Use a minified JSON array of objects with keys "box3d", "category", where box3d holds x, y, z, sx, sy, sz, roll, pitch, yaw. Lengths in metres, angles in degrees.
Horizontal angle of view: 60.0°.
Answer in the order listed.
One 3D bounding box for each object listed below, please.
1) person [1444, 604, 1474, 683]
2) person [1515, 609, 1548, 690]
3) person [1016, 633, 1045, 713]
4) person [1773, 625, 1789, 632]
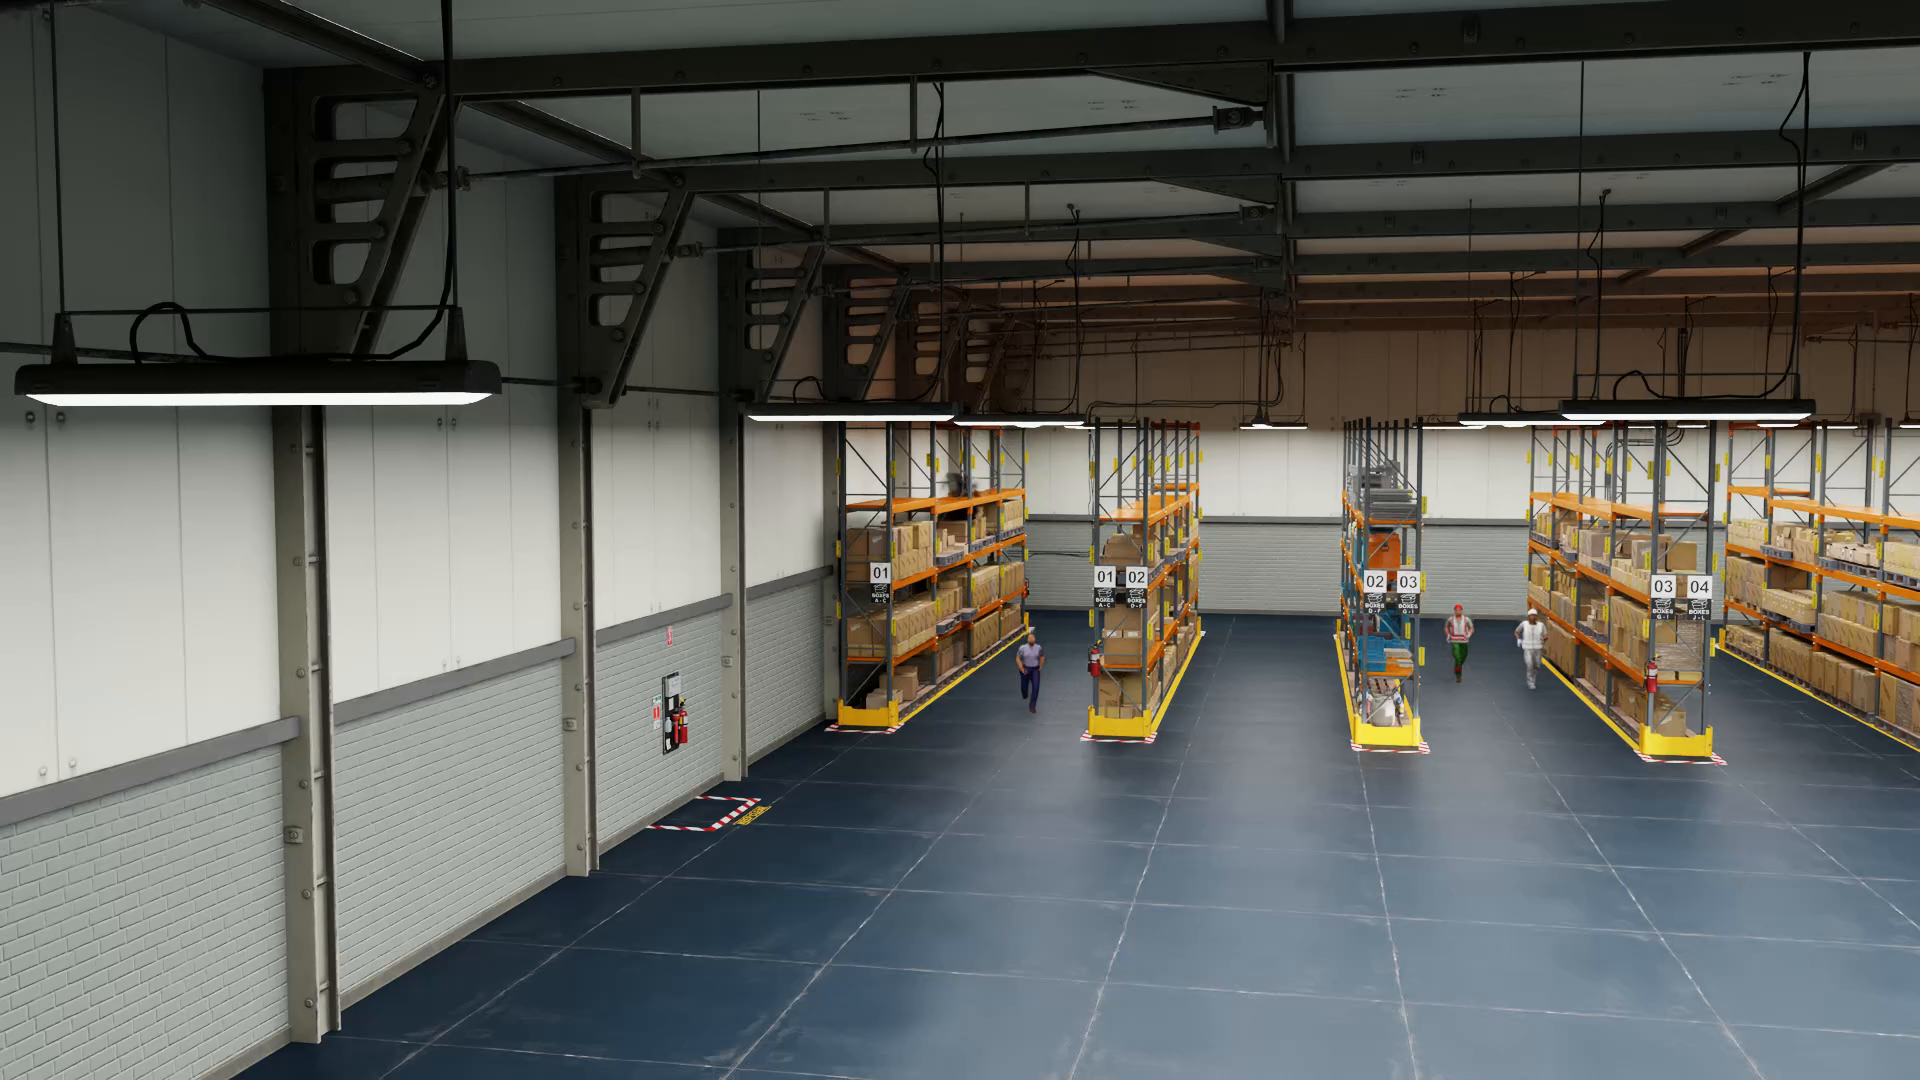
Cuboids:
[{"box3d":[11.484,2.364,38.256,0.646,1.779,0.816,1,4,10],"category":"person"},{"box3d":[12.765,2.427,37.109,0.696,1.763,0.941,1,4,8],"category":"person"},{"box3d":[1.461,2.735,34.252,0.606,1.597,0.806,0,4,0],"category":"person"},{"box3d":[21.970,1.960,44.568,0.732,1.737,0.741,-2,4,-29],"category":"person"}]
